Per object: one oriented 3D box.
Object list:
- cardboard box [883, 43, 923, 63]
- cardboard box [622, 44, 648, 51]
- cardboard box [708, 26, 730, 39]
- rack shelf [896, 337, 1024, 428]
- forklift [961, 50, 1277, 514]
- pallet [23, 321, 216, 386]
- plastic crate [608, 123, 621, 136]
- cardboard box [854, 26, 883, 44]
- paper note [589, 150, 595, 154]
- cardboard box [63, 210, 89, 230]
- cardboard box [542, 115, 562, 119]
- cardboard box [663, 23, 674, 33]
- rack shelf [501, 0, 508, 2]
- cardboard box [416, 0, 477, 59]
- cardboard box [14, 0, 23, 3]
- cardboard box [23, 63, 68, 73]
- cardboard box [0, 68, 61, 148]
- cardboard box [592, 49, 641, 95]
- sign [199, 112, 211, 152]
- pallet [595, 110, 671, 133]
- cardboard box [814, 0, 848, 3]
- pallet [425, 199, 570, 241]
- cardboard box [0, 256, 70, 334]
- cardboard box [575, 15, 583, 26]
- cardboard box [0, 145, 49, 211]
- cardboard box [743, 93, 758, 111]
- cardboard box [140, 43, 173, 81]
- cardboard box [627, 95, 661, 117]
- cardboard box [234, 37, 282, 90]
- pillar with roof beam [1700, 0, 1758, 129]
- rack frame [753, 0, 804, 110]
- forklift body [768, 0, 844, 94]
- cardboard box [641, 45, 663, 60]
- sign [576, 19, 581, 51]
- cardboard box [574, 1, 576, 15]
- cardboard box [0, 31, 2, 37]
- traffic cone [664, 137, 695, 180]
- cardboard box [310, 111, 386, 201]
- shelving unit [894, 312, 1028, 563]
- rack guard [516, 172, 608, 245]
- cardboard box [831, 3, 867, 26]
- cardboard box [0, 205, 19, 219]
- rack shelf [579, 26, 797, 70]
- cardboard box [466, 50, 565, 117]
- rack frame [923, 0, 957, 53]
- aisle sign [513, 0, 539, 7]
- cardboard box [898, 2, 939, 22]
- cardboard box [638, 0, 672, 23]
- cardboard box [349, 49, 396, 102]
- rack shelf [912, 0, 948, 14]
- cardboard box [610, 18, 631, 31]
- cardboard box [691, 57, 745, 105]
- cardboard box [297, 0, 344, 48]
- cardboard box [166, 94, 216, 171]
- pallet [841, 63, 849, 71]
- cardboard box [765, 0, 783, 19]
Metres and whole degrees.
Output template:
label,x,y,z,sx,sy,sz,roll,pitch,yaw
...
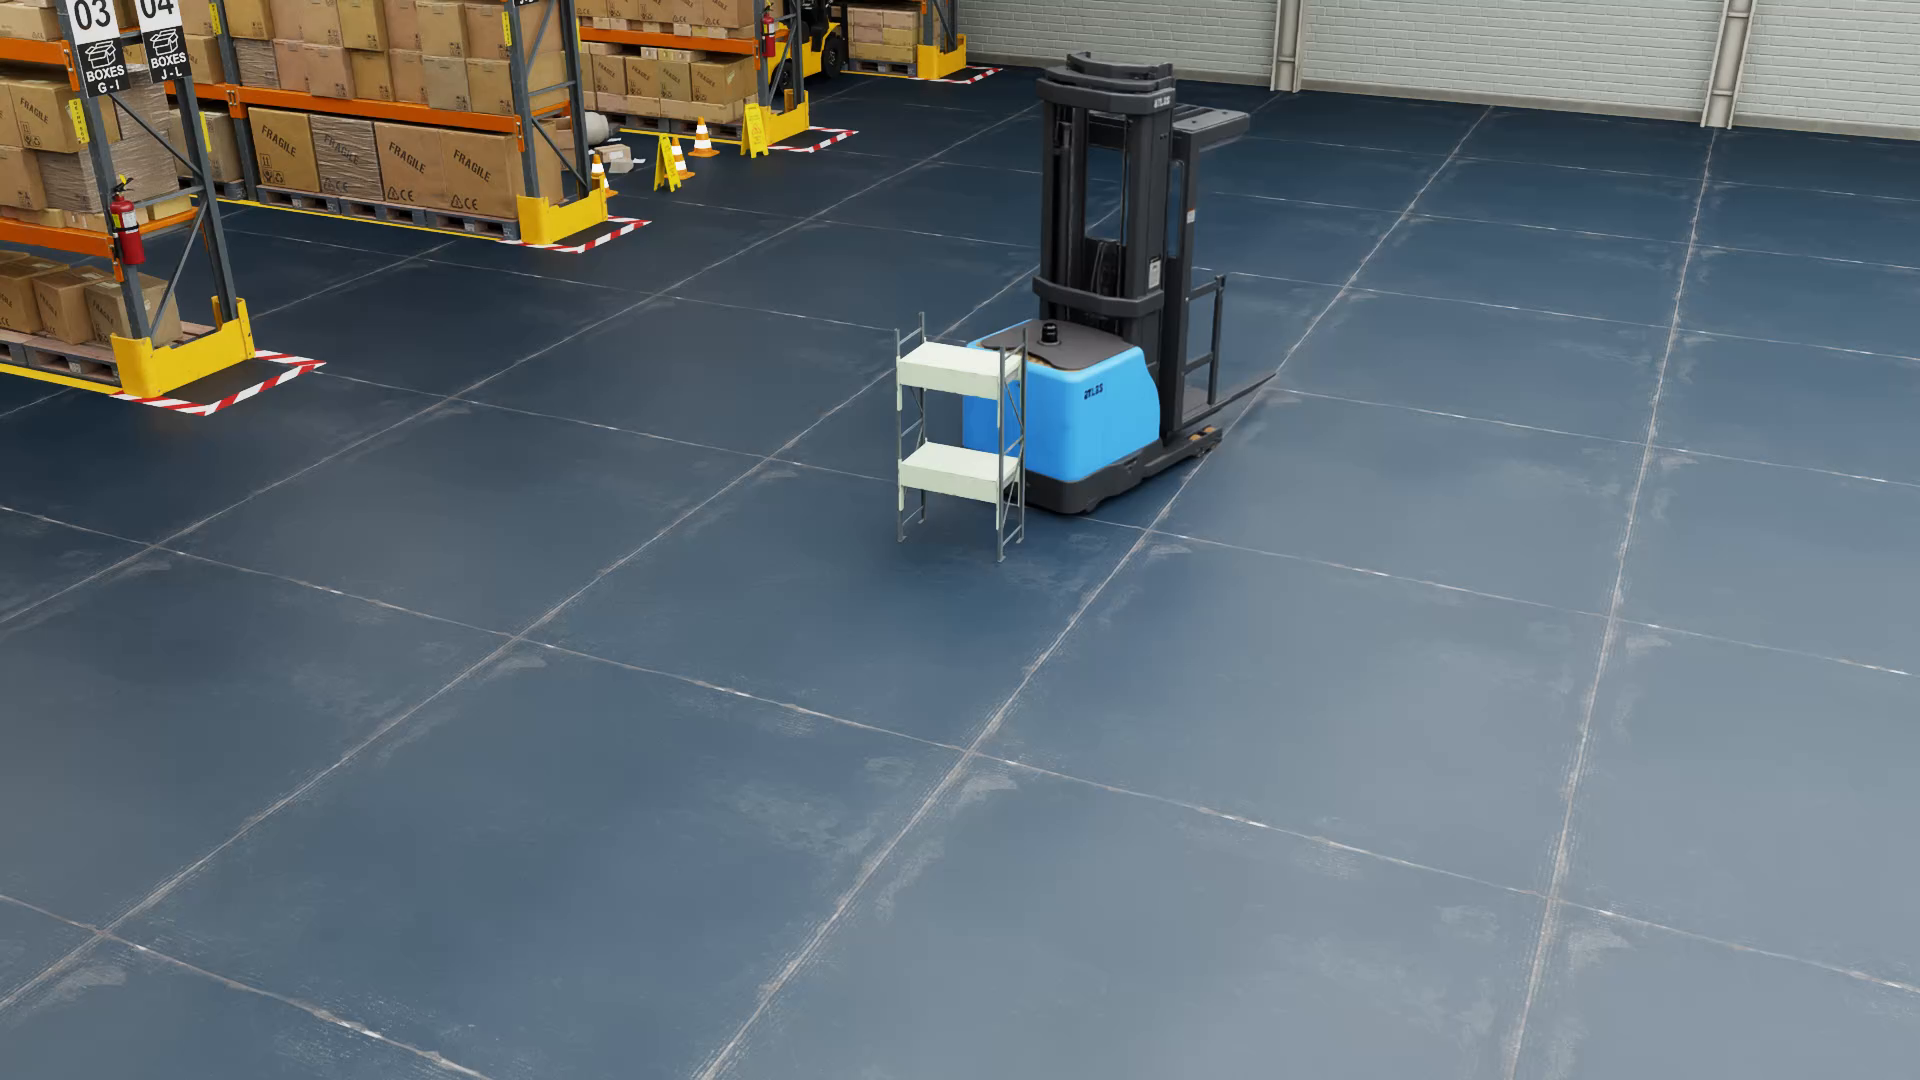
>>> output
label,x,y,z,sx,sy,sz,roll,pitch,yaw
cardboard box,-0.863,-7.642,26.013,0.500,0.250,0.500,12,28,22
cardboard box,-4.419,-6.569,22.984,0.500,0.500,0.500,13,29,24
cardboard box,-3.062,-6.603,21.550,0.250,0.149,0.380,11,28,21
rack shelf,0.006,-1.022,10.744,0.720,0.370,0.431,11,28,22
forklift,1.344,-2.069,12.134,1.130,2.935,3.031,21,33,36
pallet,-7.252,-1.672,14.408,1.213,0.211,1.003,11,28,22
plastic crate,-4.908,-5.536,22.404,0.583,0.080,0.402,2,26,4
cardboard box,-1.329,-7.966,26.106,0.500,0.250,0.500,11,28,21
paper note,-4.752,-4.982,21.348,0.142,0.019,0.148,23,35,39
cardboard box,-7.031,-2.649,13.519,0.250,0.149,0.380,11,28,22
cardboard box,-5.585,-5.600,22.054,0.500,0.500,0.500,-12,29,-23
cardboard box,-3.708,-6.797,21.943,0.250,0.149,0.380,12,29,23
rack shelf,-6.134,-6.111,17.685,4.000,0.370,1.077,11,28,22
cardboard box,-5.174,-5.421,17.473,0.550,0.550,0.875,11,28,22
cardboard box,-7.029,-4.224,12.756,0.250,0.149,0.380,10,28,20
cardboard box,-7.298,-3.678,13.743,0.500,0.500,0.500,11,28,22
cardboard box,-7.519,-3.464,13.308,0.500,0.500,0.500,11,28,22
cardboard box,-4.609,-6.349,22.538,0.500,0.500,0.500,13,29,24
sign,-6.234,-3.353,13.685,0.005,0.325,0.100,11,28,22
pallet,-4.257,-5.881,22.956,1.213,0.211,1.003,11,28,22
cardboard box,-2.035,-8.578,26.782,0.500,0.250,0.500,11,28,21
pallet,-5.073,-3.586,18.295,1.213,0.211,1.003,11,28,22
cardboard box,-8.140,-2.152,14.580,0.500,0.500,0.500,14,30,27
cardboard box,-5.127,-7.043,22.443,0.250,0.149,0.380,12,29,23
cardboard box,-7.452,-3.080,13.660,0.500,0.500,0.875,11,28,22
cardboard box,-2.976,-5.945,22.567,0.500,0.250,0.500,11,28,21
cardboard box,-9.000,-5.579,19.073,0.500,0.500,0.500,11,28,21
cardboard box,-4.150,-5.917,22.510,0.500,0.250,0.500,10,28,20
cardboard box,-7.614,-5.459,18.772,0.550,0.550,0.875,11,28,22
pillar with roof beam,8.576,-7.984,17.279,0.400,9.000,9.100,11,28,22
rack frame,-2.356,-6.732,21.527,0.127,3.000,1.000,11,28,22
forklift body,-2.786,-7.960,24.983,1.214,2.155,2.313,11,28,22
cardboard box,-4.022,-6.492,22.093,0.250,0.149,0.380,13,29,24
sign,-4.078,-5.369,17.689,0.005,0.325,0.100,11,28,22
cardboard box,-5.246,-7.366,22.366,0.500,0.500,0.500,11,28,22
cardboard box,-7.458,-4.101,12.958,0.500,0.250,0.500,12,28,22
traffic cone,-3.432,-4.645,20.160,0.334,0.463,0.336,11,28,22
cardboard box,-6.589,-4.383,18.686,0.875,0.875,0.875,12,28,22
shelving unit,0.006,-0.672,10.916,0.755,1.500,0.431,11,28,22
rack guard,-4.291,-3.597,17.990,0.348,0.500,1.175,11,28,22
cardboard box,-1.784,-8.269,26.156,0.500,0.250,0.500,12,29,22
cardboard box,-7.711,-2.788,13.802,0.250,0.149,0.380,11,28,22
rack shelf,-4.177,-6.774,22.428,4.000,0.370,1.077,11,28,22
cardboard box,-4.670,-4.840,17.514,0.550,0.550,0.875,11,28,22
rack frame,-0.305,-8.728,25.582,0.127,3.000,1.000,11,28,22
aisle sign,-4.373,-5.755,16.601,0.004,0.787,0.394,11,28,22
cardboard box,-0.664,-8.295,26.209,0.500,0.250,0.500,11,28,21
cardboard box,-3.872,-7.085,21.794,0.500,0.500,0.500,11,28,22
cardboard box,-6.137,-5.165,18.174,0.500,0.550,0.875,11,28,22
rack shelf,-2.125,-8.771,26.483,4.000,0.370,1.077,11,28,22
cardboard box,-4.442,-6.891,22.135,0.250,0.149,0.380,11,28,22
cardboard box,-3.193,-6.064,21.960,0.500,0.500,0.500,12,28,22
cardboard box,-6.649,-5.717,18.073,0.550,0.550,0.875,11,28,22
cardboard box,-9.433,-4.888,19.854,0.750,0.750,1.050,11,28,22
pallet,-2.125,-7.824,26.902,1.213,0.211,1.003,11,28,22
cardboard box,-2.673,-7.108,21.841,0.500,0.500,0.500,11,28,21
